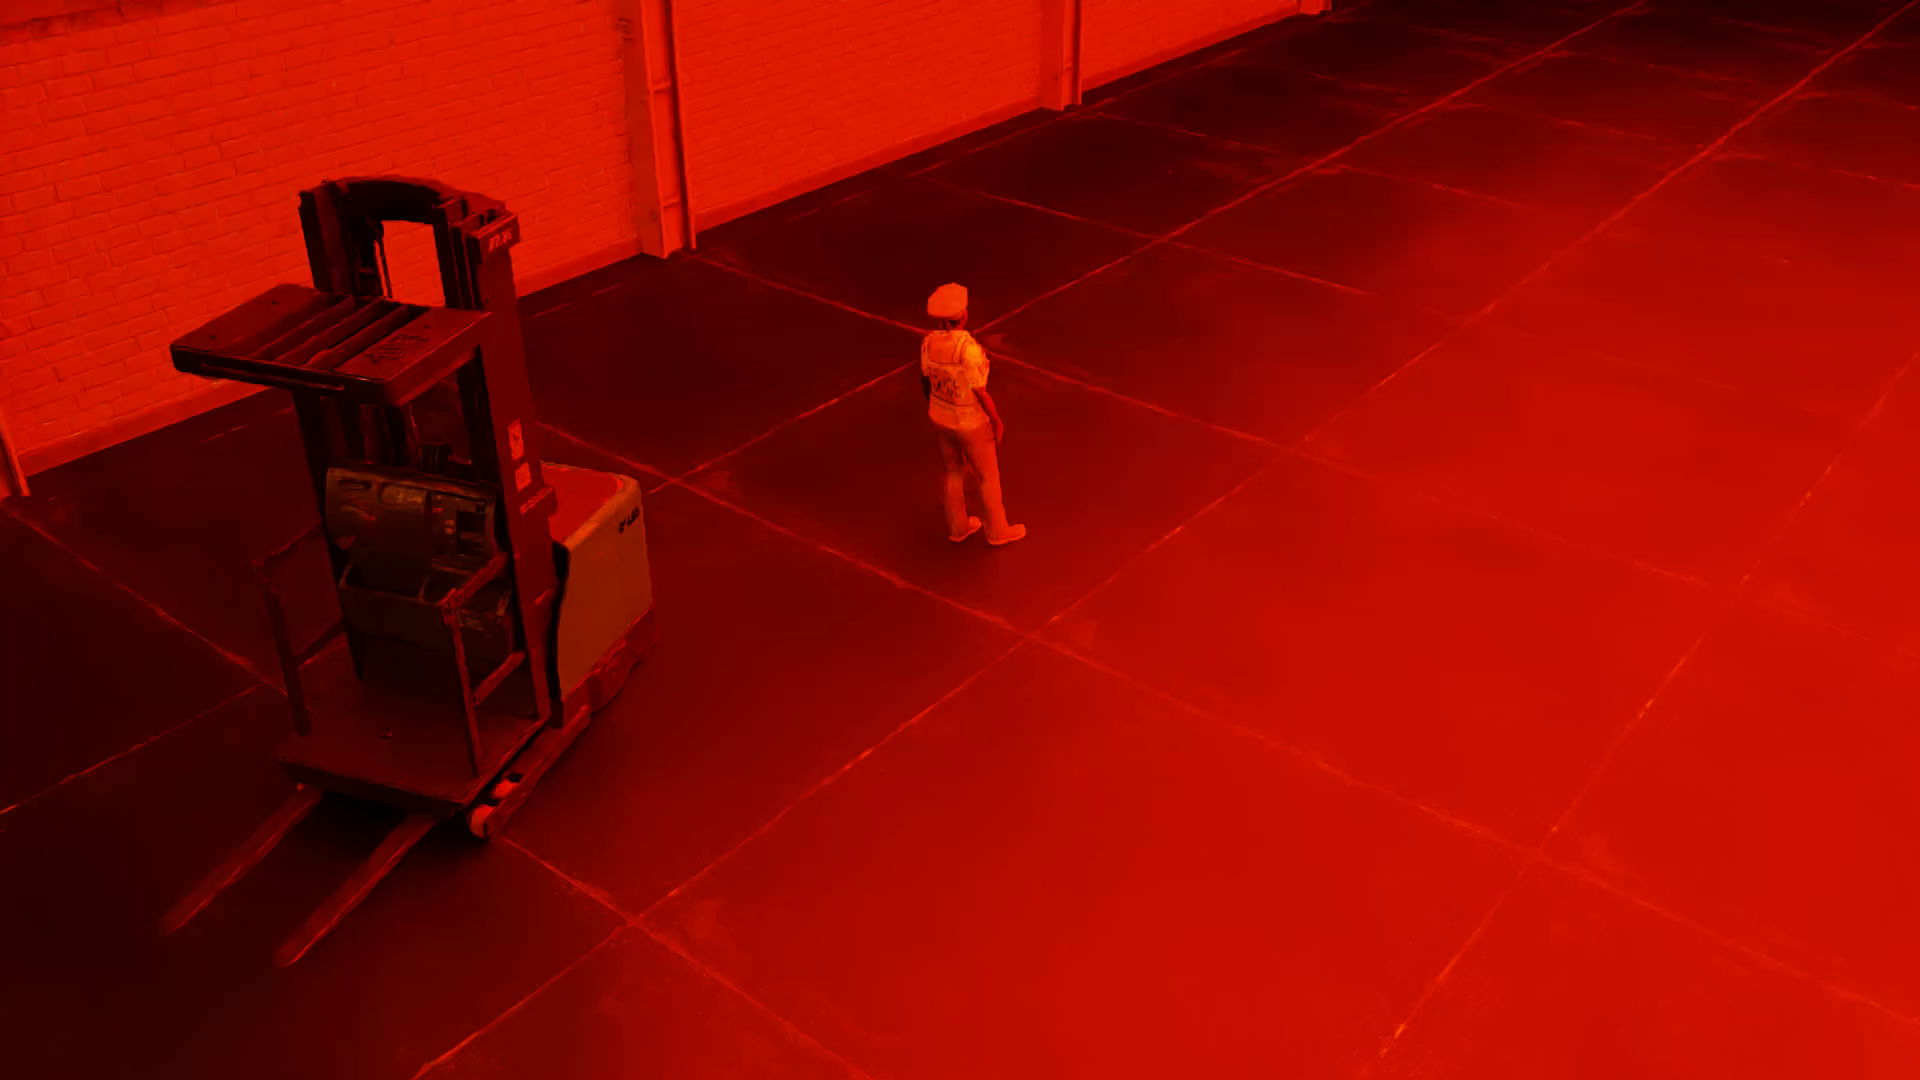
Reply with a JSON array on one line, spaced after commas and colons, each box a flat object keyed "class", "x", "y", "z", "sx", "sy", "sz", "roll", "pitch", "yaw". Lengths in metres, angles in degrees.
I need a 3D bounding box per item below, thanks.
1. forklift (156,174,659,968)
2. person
[{"class": "forklift", "x": -2.664, "y": -0.053, "z": 7.686, "sx": 1.130, "sy": 2.935, "sz": 3.031, "roll": 10, "pitch": 32, "yaw": 16}, {"class": "person", "x": 0.062, "y": -0.761, "z": 10.108, "sx": 0.570, "sy": 1.695, "sz": 0.529, "roll": 22, "pitch": 37, "yaw": 33}]
